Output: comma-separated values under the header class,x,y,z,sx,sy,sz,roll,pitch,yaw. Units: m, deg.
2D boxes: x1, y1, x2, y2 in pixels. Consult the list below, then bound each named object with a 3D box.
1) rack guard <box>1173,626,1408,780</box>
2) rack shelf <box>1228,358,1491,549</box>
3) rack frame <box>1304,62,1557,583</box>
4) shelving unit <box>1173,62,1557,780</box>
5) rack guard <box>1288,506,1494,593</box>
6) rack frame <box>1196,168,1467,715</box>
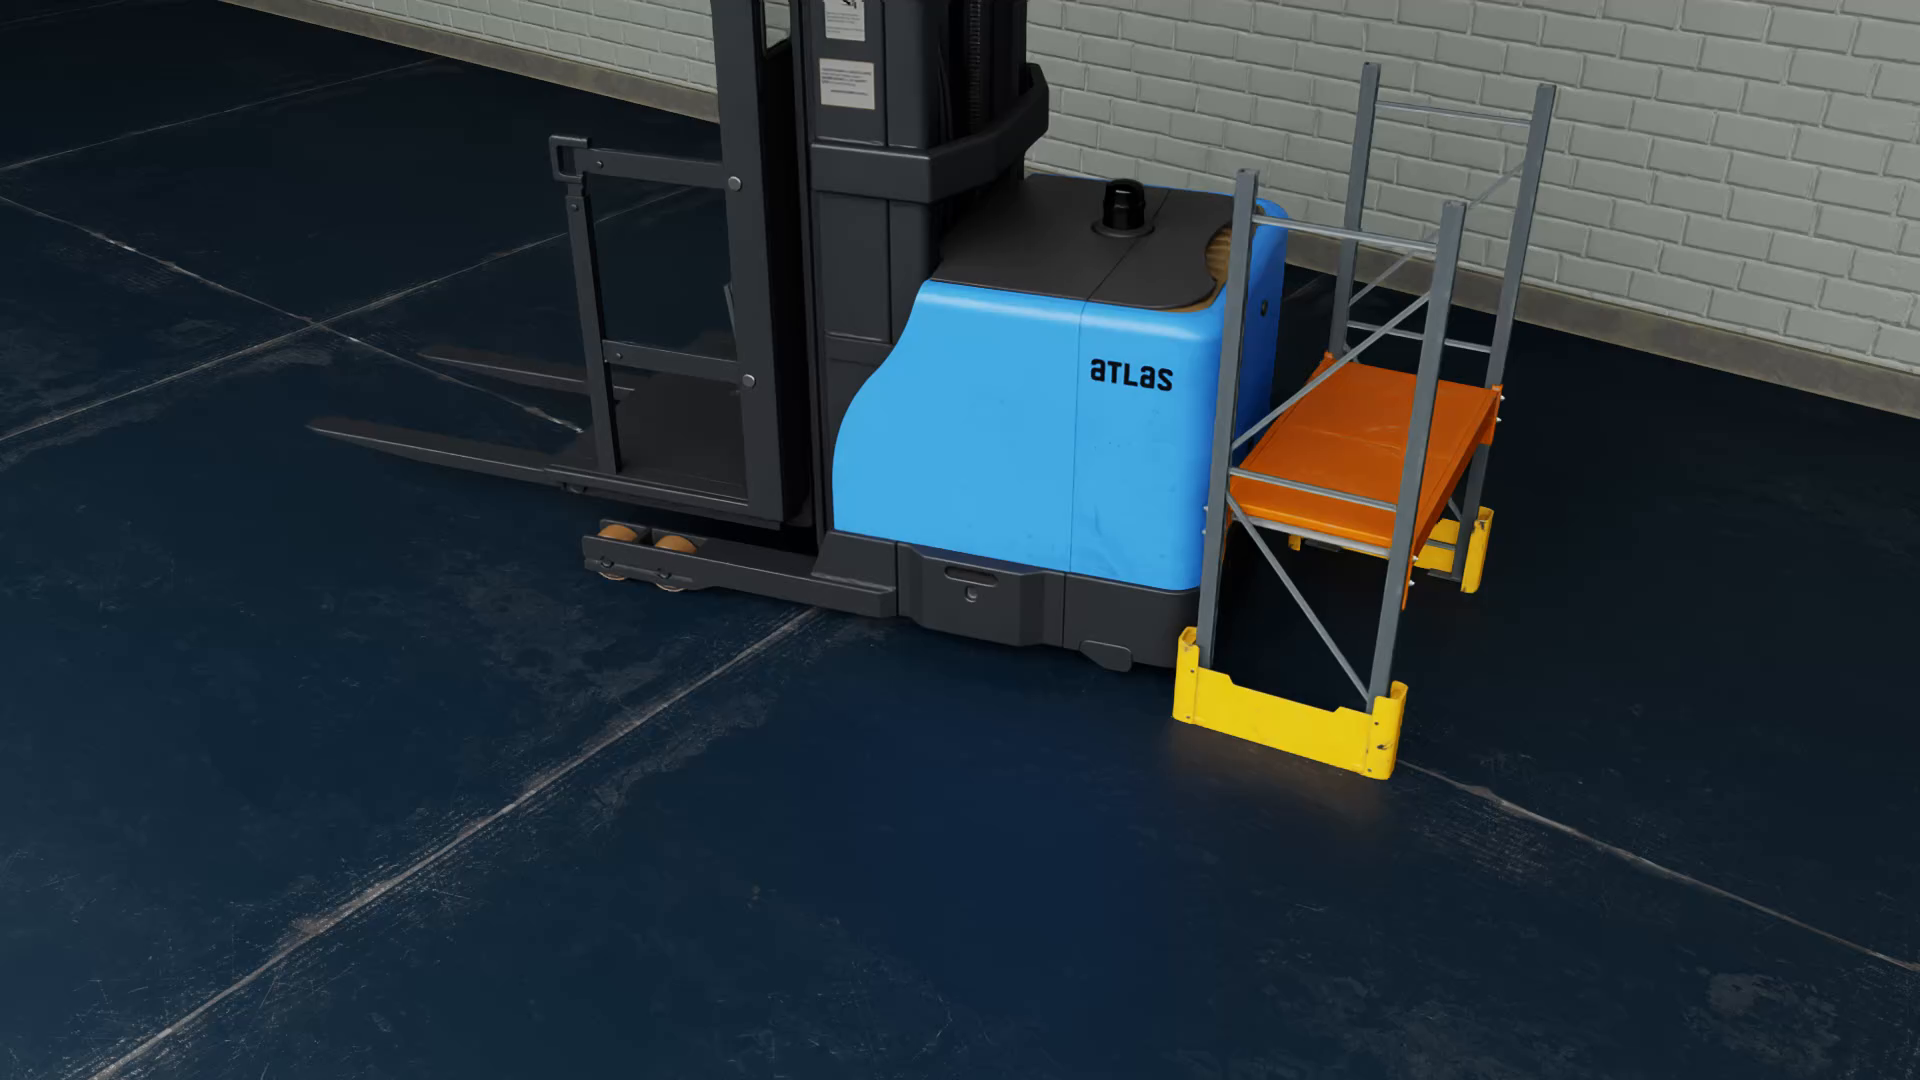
class,x,y,z,sx,sy,sz,roll,pitch,yaw
rack guard,0.843,0.418,4.299,0.587,0.250,0.087,15,34,23
rack shelf,1.076,-0.252,4.425,0.459,0.026,0.952,15,34,23
rack frame,1.310,-0.579,4.756,0.500,1.500,0.032,15,34,23
shelving unit,1.072,-0.345,4.361,0.587,1.500,1.083,15,34,23
rack guard,1.301,-0.033,5.060,0.587,0.250,0.087,15,34,23
rack frame,0.842,-0.119,3.979,0.500,1.500,0.032,15,34,23
